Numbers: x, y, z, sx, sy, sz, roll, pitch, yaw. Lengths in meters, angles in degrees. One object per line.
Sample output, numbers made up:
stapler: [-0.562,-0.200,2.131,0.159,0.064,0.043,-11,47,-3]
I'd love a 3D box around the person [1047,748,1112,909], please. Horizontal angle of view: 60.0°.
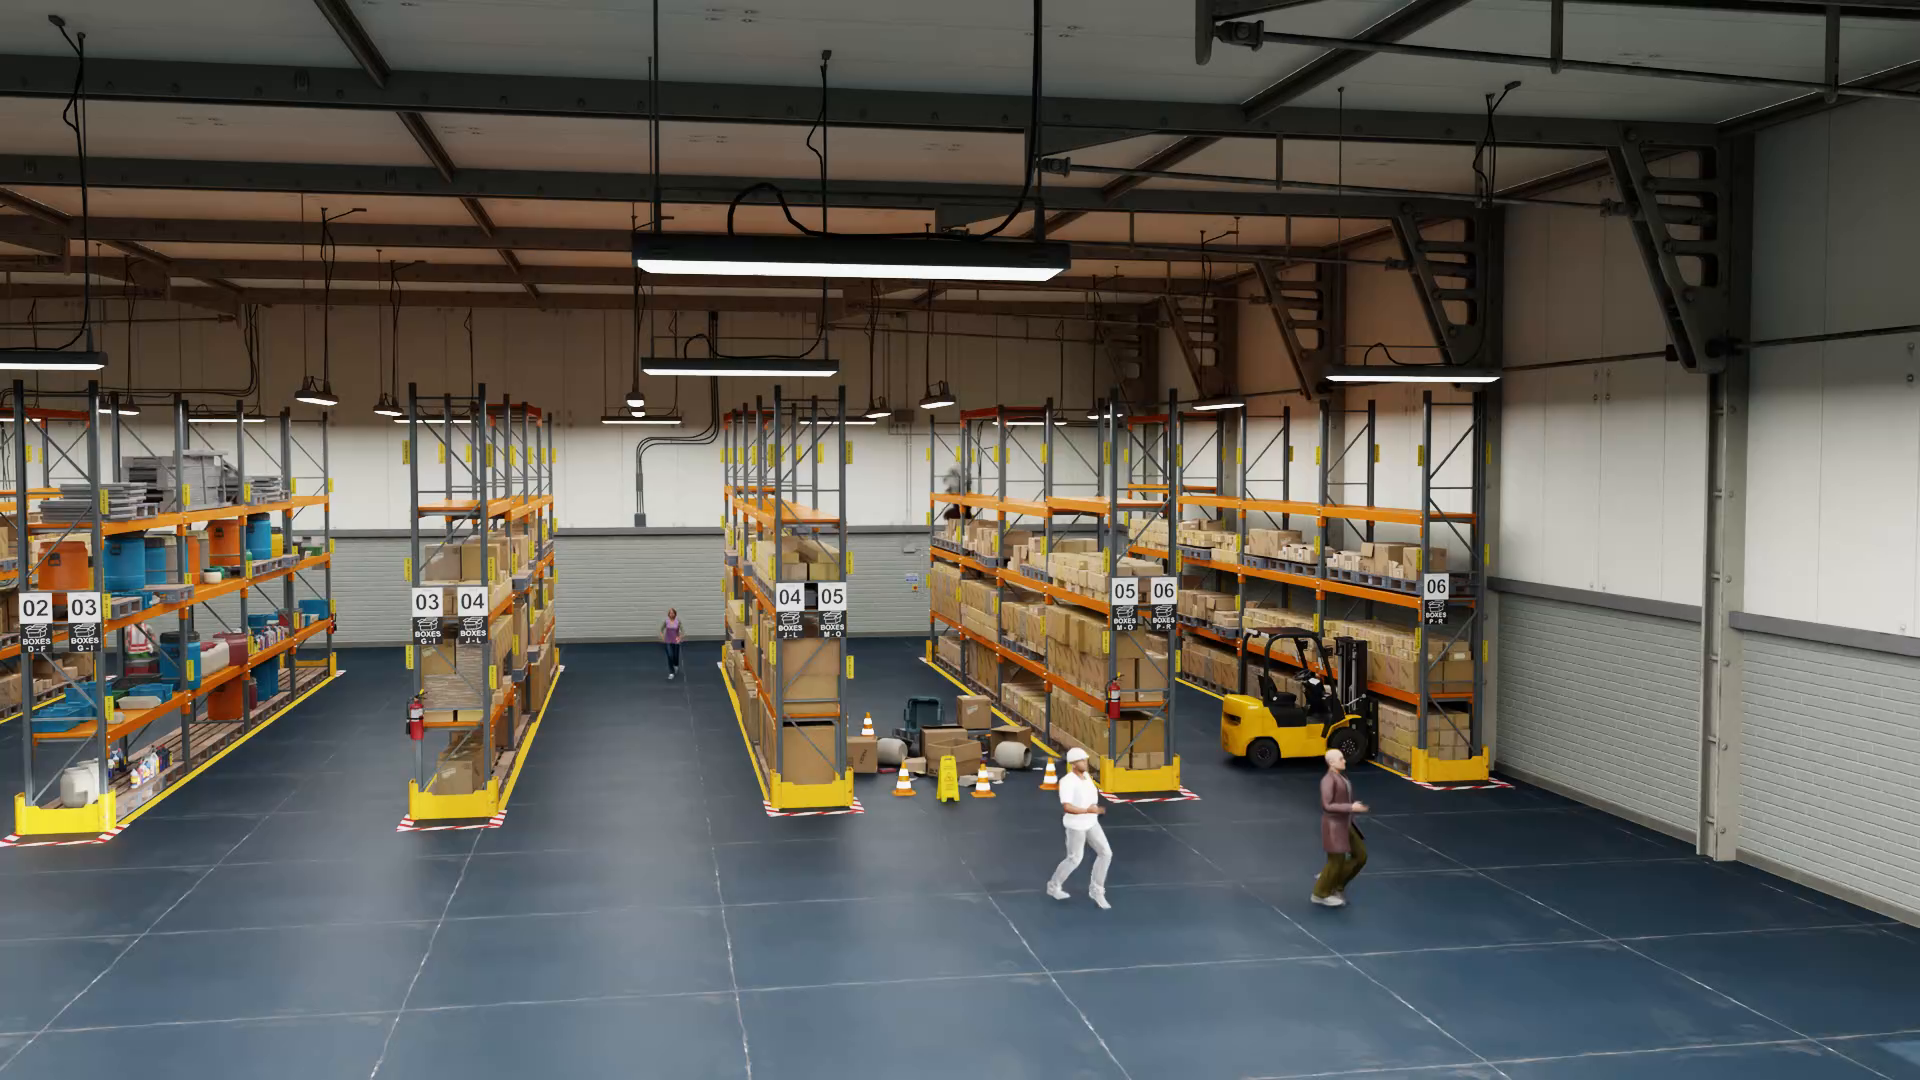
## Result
person: [1.340,3.203,18.519,0.757,1.801,0.707,2,4,36]

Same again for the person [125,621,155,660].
person: [-17.085,2.368,34.576,0.604,1.788,0.708,-1,3,-21]

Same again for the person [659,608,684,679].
person: [-6.520,2.326,37.535,0.542,1.575,0.587,0,3,-8]

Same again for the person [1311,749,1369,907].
person: [4.222,3.200,18.347,0.694,1.763,0.691,2,3,34]
